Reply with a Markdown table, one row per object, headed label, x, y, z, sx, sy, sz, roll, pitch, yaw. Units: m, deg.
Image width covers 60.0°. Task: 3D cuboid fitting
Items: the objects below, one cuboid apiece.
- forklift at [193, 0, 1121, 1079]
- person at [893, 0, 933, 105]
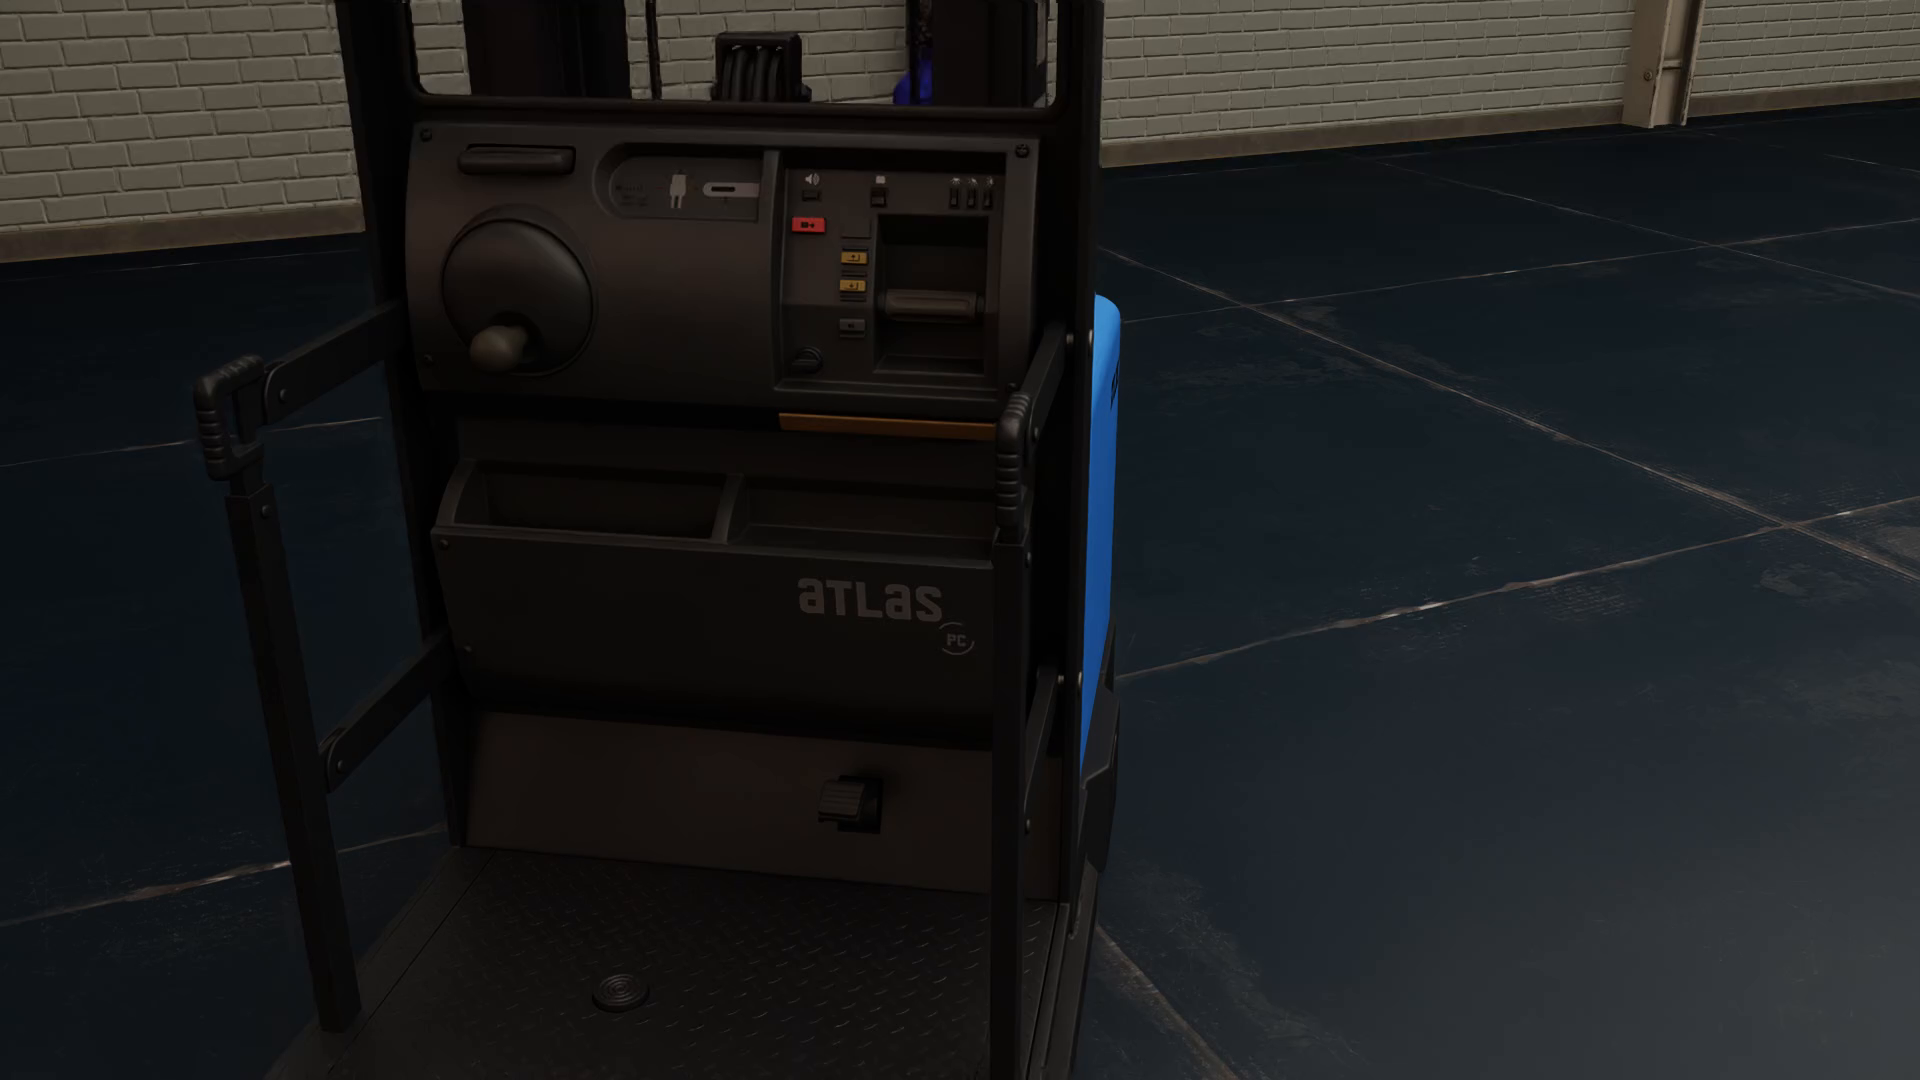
| label | x | y | z | sx | sy | sz | roll | pitch | yaw |
| --- | --- | --- | --- | --- | --- | --- | --- | --- | --- |
| forklift | -0.384 | -0.380 | 2.202 | 1.130 | 2.935 | 3.031 | 4 | 23 | 9 |
| person | 0.088 | -0.778 | 4.804 | 0.504 | 1.655 | 0.569 | -10 | 25 | -23 |
